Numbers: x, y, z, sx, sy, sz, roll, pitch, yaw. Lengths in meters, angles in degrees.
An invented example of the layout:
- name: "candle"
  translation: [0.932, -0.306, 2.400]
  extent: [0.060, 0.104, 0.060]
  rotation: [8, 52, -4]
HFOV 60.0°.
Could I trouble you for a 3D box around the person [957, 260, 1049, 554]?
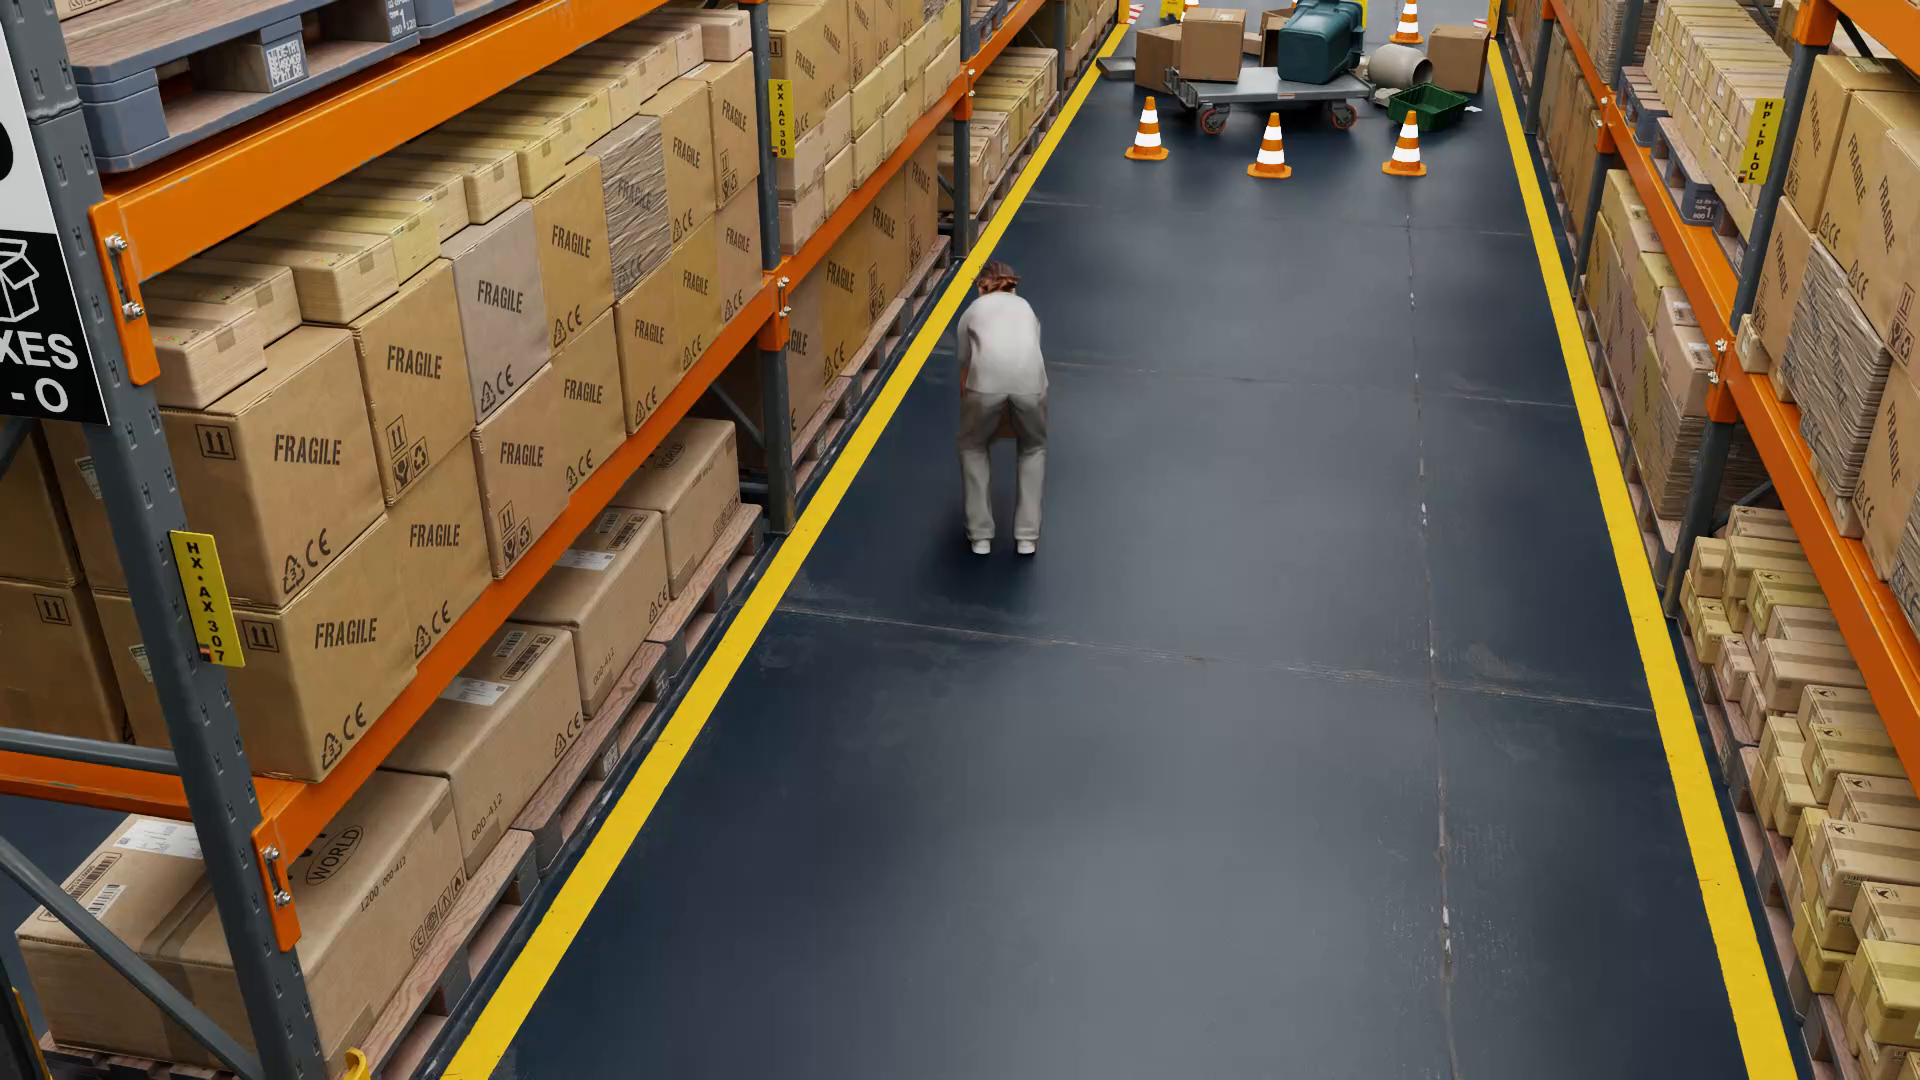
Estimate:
- name: "person"
  translation: [0.191, -0.621, 7.745]
  extent: [0.417, 1.202, 0.853]
  rotation: [-1, 29, -2]
